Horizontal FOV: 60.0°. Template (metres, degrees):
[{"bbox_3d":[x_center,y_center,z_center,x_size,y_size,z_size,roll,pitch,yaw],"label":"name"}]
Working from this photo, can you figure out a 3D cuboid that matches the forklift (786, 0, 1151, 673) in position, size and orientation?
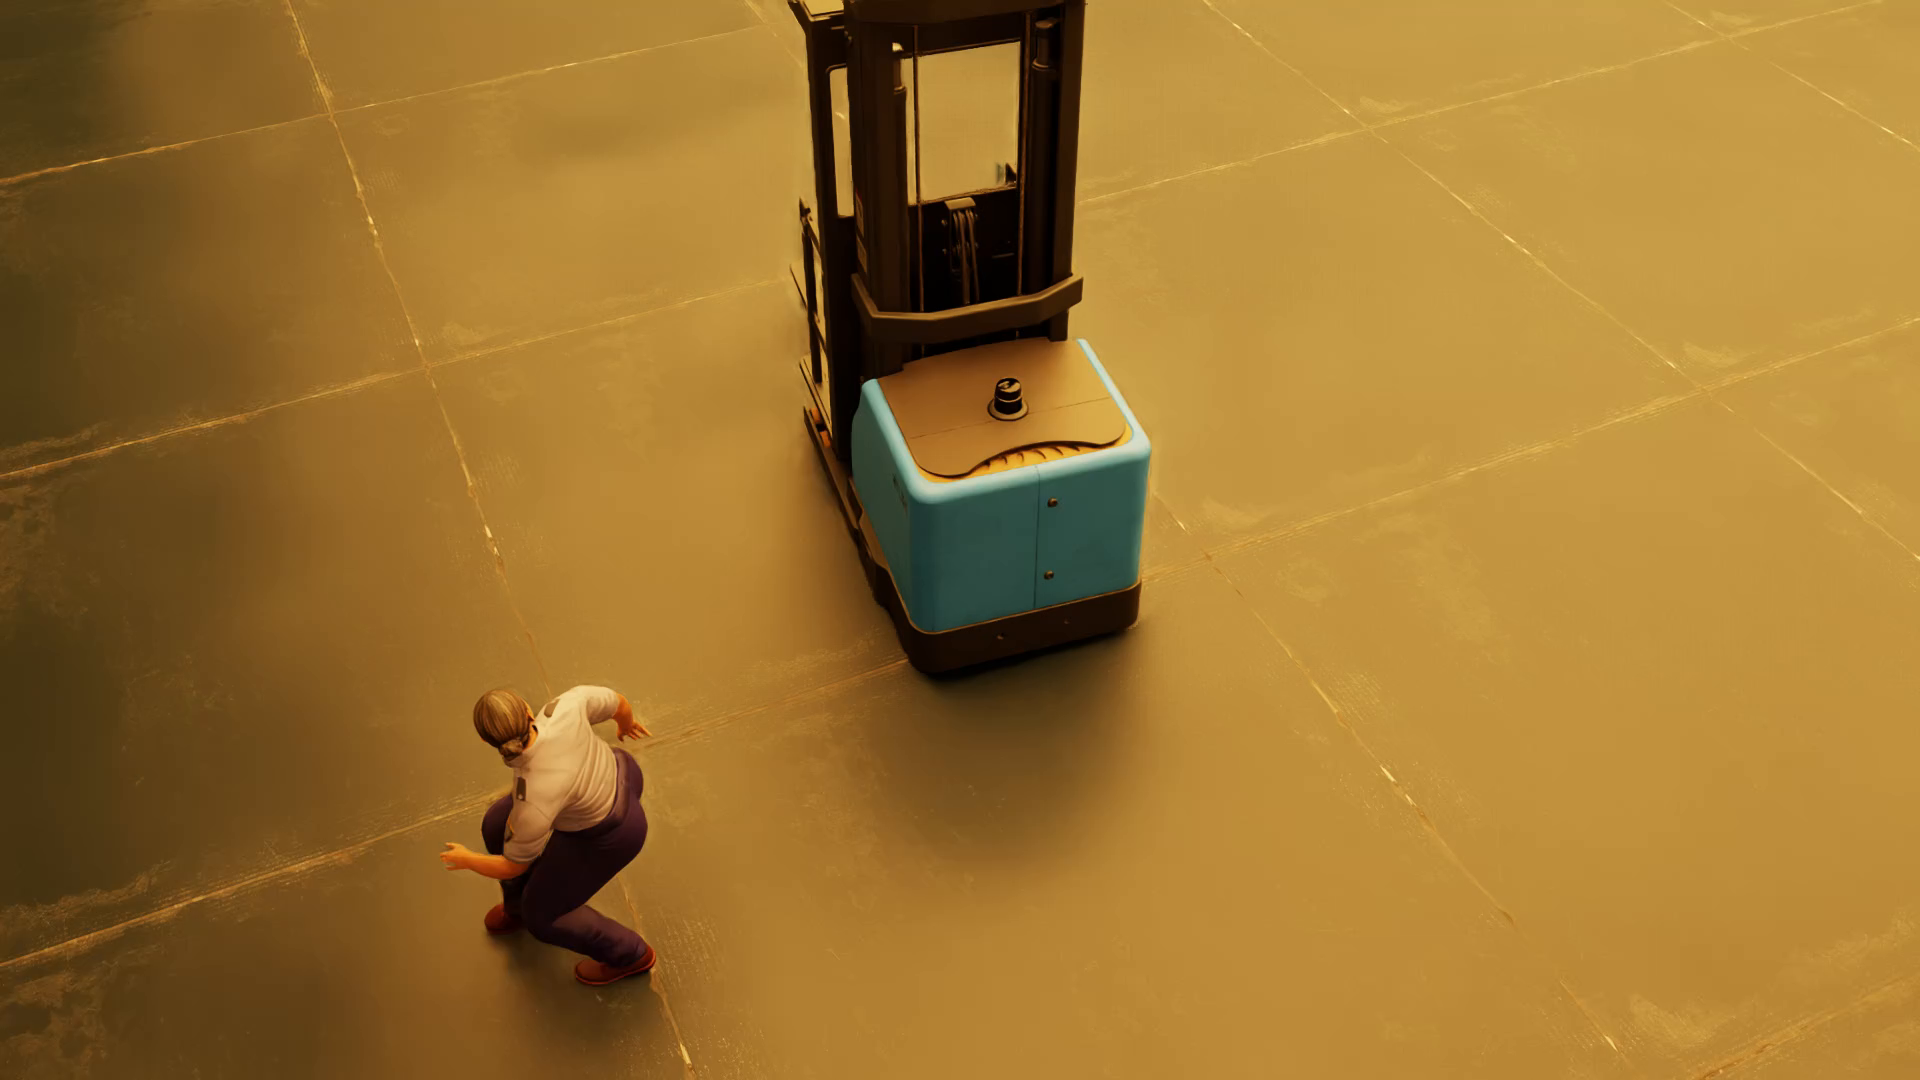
[{"bbox_3d":[-0.145,-1.525,7.314,1.130,2.935,3.031,-12,44,-13],"label":"forklift"}]

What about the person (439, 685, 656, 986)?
[{"bbox_3d":[-1.442,0.943,5.774,0.713,1.460,0.705,-4,43,-4],"label":"person"}]
